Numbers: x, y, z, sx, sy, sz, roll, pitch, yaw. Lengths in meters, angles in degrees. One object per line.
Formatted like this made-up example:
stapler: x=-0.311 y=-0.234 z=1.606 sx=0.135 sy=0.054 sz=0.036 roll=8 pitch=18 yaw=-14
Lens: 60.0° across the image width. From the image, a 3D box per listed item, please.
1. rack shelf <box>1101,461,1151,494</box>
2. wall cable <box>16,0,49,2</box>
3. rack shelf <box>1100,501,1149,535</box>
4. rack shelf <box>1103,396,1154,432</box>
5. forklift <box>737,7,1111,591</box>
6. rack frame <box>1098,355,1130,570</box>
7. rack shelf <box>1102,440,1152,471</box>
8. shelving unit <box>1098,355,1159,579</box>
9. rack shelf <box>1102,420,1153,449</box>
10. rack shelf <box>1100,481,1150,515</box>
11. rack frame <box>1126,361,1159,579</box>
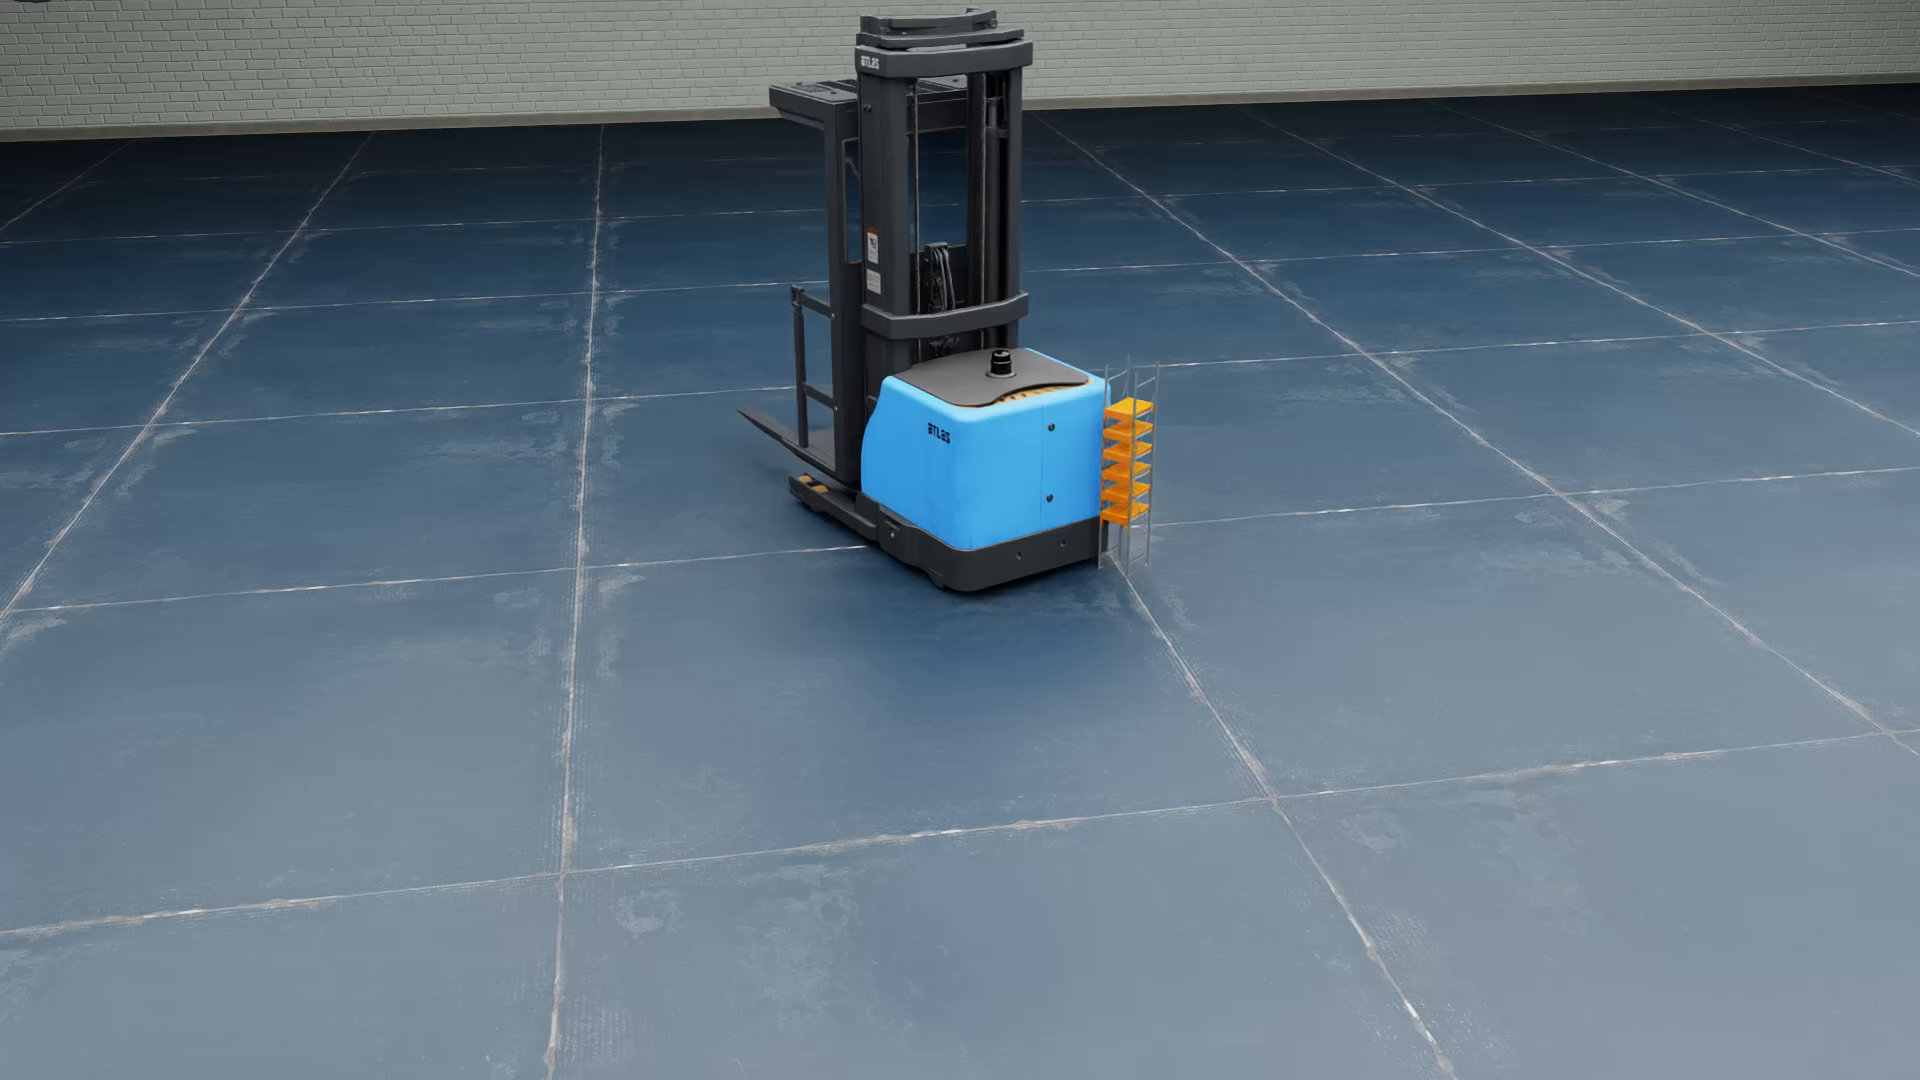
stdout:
rack shelf: x=0.923 y=-0.355 z=9.174 sx=0.180 sy=0.103 sz=0.258 roll=17 pitch=29 yaw=33
wall cable: x=-12.773 y=-7.829 z=20.312 sx=3.097 sy=2.526 sz=0.112 roll=-4 pitch=24 yaw=-10
rack shelf: x=0.923 y=-0.135 z=9.271 sx=0.180 sy=0.103 sz=0.258 roll=17 pitch=29 yaw=33
rack shelf: x=0.923 y=-0.685 z=9.030 sx=0.180 sy=0.103 sz=0.258 roll=17 pitch=29 yaw=33
forklift: x=-0.395 y=-1.604 z=9.761 sx=1.130 sy=2.935 sz=3.031 roll=-15 pitch=28 yaw=-31
rack frame: x=0.850 y=-0.418 z=9.207 sx=0.006 sy=1.200 sz=0.240 roll=17 pitch=29 yaw=33
rack shelf: x=0.923 y=-0.465 z=9.126 sx=0.180 sy=0.103 sz=0.258 roll=17 pitch=29 yaw=33
shelving unit: x=0.923 y=-0.396 z=9.157 sx=0.189 sy=1.200 sz=0.258 roll=17 pitch=29 yaw=33
rack shelf: x=0.923 y=-0.575 z=9.078 sx=0.180 sy=0.103 sz=0.258 roll=17 pitch=29 yaw=33
rack shelf: x=0.923 y=-0.245 z=9.223 sx=0.180 sy=0.103 sz=0.258 roll=17 pitch=29 yaw=33
rack frame: x=0.996 y=-0.374 z=9.106 sx=0.006 sy=1.200 sz=0.240 roll=17 pitch=29 yaw=33
